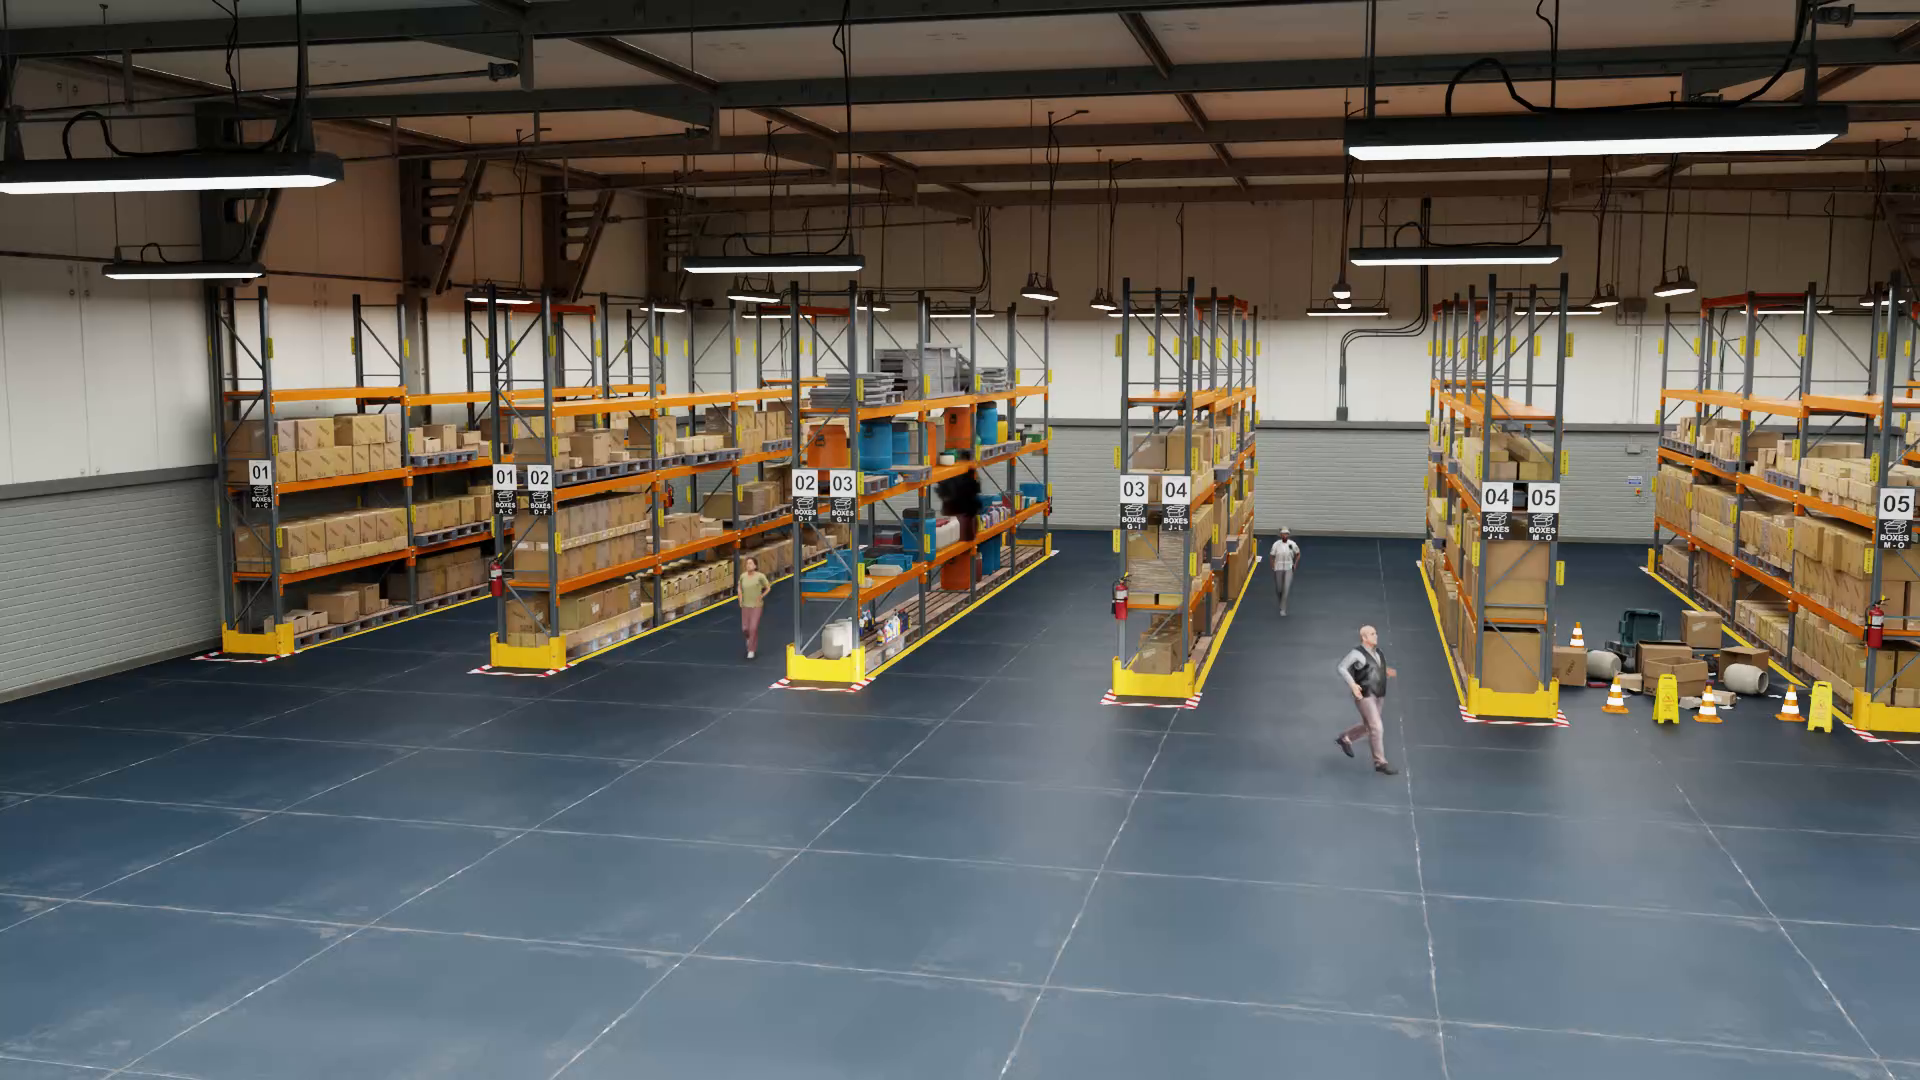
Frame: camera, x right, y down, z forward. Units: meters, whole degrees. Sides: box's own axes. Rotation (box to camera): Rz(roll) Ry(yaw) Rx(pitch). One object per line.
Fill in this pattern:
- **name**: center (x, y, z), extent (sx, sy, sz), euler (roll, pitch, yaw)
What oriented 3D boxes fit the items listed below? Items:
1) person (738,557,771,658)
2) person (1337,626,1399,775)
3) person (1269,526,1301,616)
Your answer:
- **person**: center (-3.367, 1.086, 27.163), extent (0.574, 1.639, 0.585), euler (1, 7, 8)
- **person**: center (4.849, 1.867, 19.769), extent (0.662, 1.700, 0.964), euler (-6, 9, -41)
- **person**: center (6.161, 0.563, 31.557), extent (0.588, 1.673, 0.768), euler (2, 7, 14)
